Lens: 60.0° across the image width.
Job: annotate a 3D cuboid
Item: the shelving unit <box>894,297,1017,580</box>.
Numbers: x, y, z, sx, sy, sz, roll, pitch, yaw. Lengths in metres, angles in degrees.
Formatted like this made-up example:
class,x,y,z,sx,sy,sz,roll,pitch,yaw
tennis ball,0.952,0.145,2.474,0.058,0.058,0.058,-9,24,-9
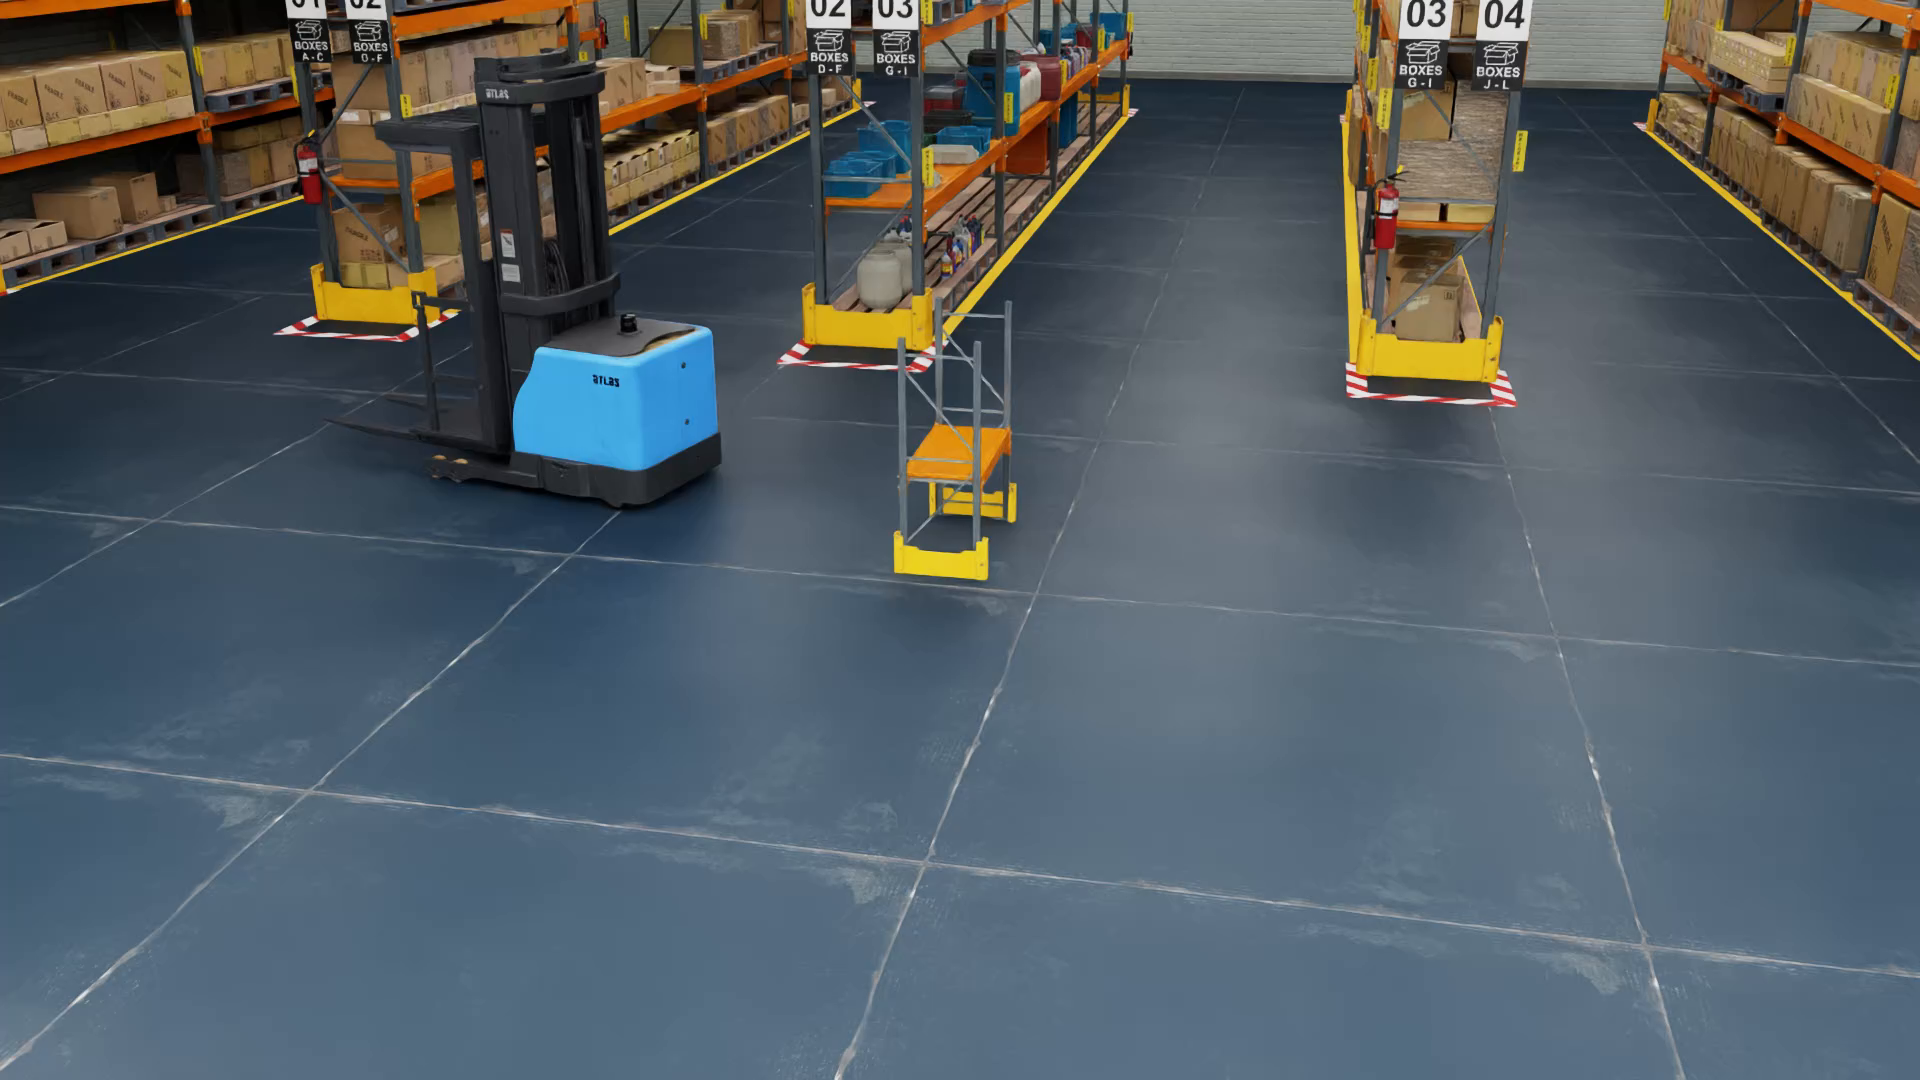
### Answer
class,x,y,z,sx,sy,sz,roll,pitch,yaw
shelving unit,-0.016,-0.668,10.504,0.587,1.500,1.083,4,22,11

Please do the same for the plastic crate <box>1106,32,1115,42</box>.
class,x,y,z,sx,sy,sz,roll,pitch,yaw
plastic crate,2.455,-8.636,28.554,0.396,0.136,0.243,4,22,11

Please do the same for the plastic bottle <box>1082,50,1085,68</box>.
class,x,y,z,sx,sy,sz,roll,pitch,yaw
plastic bottle,1.790,-7.220,24.931,0.152,0.276,0.135,4,22,11

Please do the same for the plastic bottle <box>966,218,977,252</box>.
class,x,y,z,sx,sy,sz,roll,pitch,yaw
plastic bottle,0.108,-3.301,17.993,0.144,0.351,0.185,3,22,8

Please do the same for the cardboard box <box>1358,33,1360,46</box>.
class,x,y,z,sx,sy,sz,roll,pitch,yaw
cardboard box,6.624,-8.013,26.537,0.500,0.250,0.500,4,22,10

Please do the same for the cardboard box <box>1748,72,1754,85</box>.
class,x,y,z,sx,sy,sz,roll,pitch,yaw
cardboard box,10.306,-5.893,21.246,0.380,0.149,0.250,4,22,10

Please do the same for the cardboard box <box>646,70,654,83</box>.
class,x,y,z,sx,sy,sz,roll,pitch,yaw
cardboard box,-4.408,-6.142,22.208,0.500,0.311,0.500,4,22,10

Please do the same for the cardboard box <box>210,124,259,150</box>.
class,x,y,z,sx,sy,sz,roll,pitch,yaw
cardboard box,-9.482,-5.233,21.586,0.500,0.250,0.500,4,22,10

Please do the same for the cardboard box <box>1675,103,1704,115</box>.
class,x,y,z,sx,sy,sz,roll,pitch,yaw
cardboard box,11.440,-6.750,26.055,0.380,0.149,0.250,5,22,12

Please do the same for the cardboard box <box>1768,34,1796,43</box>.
class,x,y,z,sx,sy,sz,roll,pitch,yaw
cardboard box,11.367,-6.881,22.902,0.380,0.149,0.250,4,22,9

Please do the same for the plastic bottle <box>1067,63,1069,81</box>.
class,x,y,z,sx,sy,sz,roll,pitch,yaw
plastic bottle,1.497,-6.615,23.420,0.061,0.283,0.133,4,22,11

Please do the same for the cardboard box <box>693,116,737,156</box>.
class,x,y,z,sx,sy,sz,roll,pitch,yaw
cardboard box,-3.562,-5.877,24.187,0.500,0.500,0.500,4,22,9

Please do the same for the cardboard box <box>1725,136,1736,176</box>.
class,x,y,z,sx,sy,sz,roll,pitch,yaw
cardboard box,10.702,-5.186,22.499,0.500,0.500,0.500,5,22,12

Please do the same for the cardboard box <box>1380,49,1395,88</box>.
class,x,y,z,sx,sy,sz,roll,pitch,yaw
cardboard box,4.301,-4.413,15.926,0.500,0.500,0.500,4,22,11

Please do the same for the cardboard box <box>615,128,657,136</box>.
class,x,y,z,sx,sy,sz,roll,pitch,yaw
cardboard box,-4.431,-5.506,22.877,0.500,0.311,0.500,5,23,13

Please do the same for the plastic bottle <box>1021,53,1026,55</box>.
class,x,y,z,sx,sy,sz,roll,pitch,yaw
plastic bottle,0.925,-6.958,24.282,0.152,0.276,0.135,4,22,11

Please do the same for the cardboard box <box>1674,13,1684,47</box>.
class,x,y,z,sx,sy,sz,roll,pitch,yaw
cardboard box,11.682,-8.093,26.402,0.500,0.500,0.500,5,22,11

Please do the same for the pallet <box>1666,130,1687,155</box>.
class,x,y,z,sx,sy,sz,roll,pitch,yaw
pallet,11.661,-6.189,25.939,1.003,0.211,1.213,4,22,11

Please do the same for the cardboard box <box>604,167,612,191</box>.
class,x,y,z,sx,sy,sz,roll,pitch,yaw
cardboard box,-4.524,-4.344,19.993,0.500,0.311,0.500,5,22,11

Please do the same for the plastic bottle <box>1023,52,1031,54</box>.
class,x,y,z,sx,sy,sz,roll,pitch,yaw
plastic bottle,0.972,-7.043,24.492,0.152,0.276,0.135,4,22,11

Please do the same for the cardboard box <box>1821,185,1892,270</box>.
class,x,y,z,sx,sy,sz,roll,pitch,yaw
cardboard box,9.718,-3.246,17.348,1.050,0.750,0.750,4,22,11

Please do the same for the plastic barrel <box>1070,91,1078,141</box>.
class,x,y,z,sx,sy,sz,roll,pitch,yaw
plastic barrel,1.501,-6.603,25.481,0.600,0.901,0.708,4,22,11

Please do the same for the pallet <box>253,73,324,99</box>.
class,x,y,z,sx,sy,sz,roll,pitch,yaw
pallet,-9.250,-6.056,22.132,1.003,0.211,1.213,4,22,11

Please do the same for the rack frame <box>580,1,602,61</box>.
class,x,y,z,sx,sy,sz,roll,pitch,yaw
rack frame,-7.254,-9.798,31.166,1.000,3.000,0.127,4,22,11

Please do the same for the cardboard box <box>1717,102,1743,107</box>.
class,x,y,z,sx,sy,sz,roll,pitch,yaw
cardboard box,12.117,-6.801,26.183,0.380,0.149,0.250,5,23,13

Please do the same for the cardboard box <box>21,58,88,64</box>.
class,x,y,z,sx,sy,sz,roll,pitch,yaw
cardboard box,-10.219,-5.170,18.845,0.500,0.500,0.500,5,22,12

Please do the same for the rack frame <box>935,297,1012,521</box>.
class,x,y,z,sx,sy,sz,roll,pitch,yaw
rack frame,0.086,-0.850,10.958,0.500,1.500,0.032,4,22,11

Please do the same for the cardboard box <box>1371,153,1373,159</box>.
class,x,y,z,sx,sy,sz,roll,pitch,yaw
cardboard box,4.443,-4.014,17.140,0.380,0.149,0.250,4,22,11

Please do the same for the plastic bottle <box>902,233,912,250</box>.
class,x,y,z,sx,sy,sz,roll,pitch,yaw
plastic bottle,-0.550,-3.104,17.603,0.152,0.276,0.135,4,22,11

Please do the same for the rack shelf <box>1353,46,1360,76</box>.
class,x,y,z,sx,sy,sz,roll,pitch,yaw
rack shelf,6.885,-7.600,26.671,1.077,0.370,4.000,4,22,11

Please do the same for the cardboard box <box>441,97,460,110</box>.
class,x,y,z,sx,sy,sz,roll,pitch,yaw
cardboard box,-5.221,-4.324,16.573,0.380,0.149,0.250,4,22,10

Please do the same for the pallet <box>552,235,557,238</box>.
class,x,y,z,sx,sy,sz,roll,pitch,yaw
pallet,-5.056,-3.452,19.141,1.003,0.211,1.213,4,22,11

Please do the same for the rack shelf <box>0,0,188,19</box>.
class,x,y,z,sx,sy,sz,roll,pitch,yaw
rack shelf,-10.111,-5.735,18.027,1.077,0.370,4.000,4,22,11

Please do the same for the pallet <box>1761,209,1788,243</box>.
class,x,y,z,sx,sy,sz,roll,pitch,yaw
pallet,10.261,-3.748,19.877,1.003,0.211,1.213,4,22,11

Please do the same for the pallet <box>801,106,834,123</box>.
class,x,y,z,sx,sy,sz,roll,pitch,yaw
pallet,-2.832,-7.363,28.855,1.003,0.211,1.213,4,22,11

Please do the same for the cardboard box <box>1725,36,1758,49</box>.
class,x,y,z,sx,sy,sz,roll,pitch,yaw
cardboard box,10.622,-6.745,22.564,0.380,0.149,0.250,4,22,10

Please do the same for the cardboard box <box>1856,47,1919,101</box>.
class,x,y,z,sx,sy,sz,roll,pitch,yaw
cardboard box,9.982,-4.926,17.598,0.700,0.500,0.500,5,22,11

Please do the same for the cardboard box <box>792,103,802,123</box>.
class,x,y,z,sx,sy,sz,roll,pitch,yaw
cardboard box,-2.923,-7.052,27.359,0.500,0.311,0.500,4,22,11

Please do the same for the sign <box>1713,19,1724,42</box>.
class,x,y,z,sx,sy,sz,roll,pitch,yaw
sign,10.779,-7.227,23.624,0.100,0.325,0.005,4,22,11

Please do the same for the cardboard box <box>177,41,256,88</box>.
class,x,y,z,sx,sy,sz,roll,pitch,yaw
cardboard box,-9.444,-6.047,21.130,0.700,0.500,0.500,7,23,16

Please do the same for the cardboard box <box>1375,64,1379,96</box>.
class,x,y,z,sx,sy,sz,roll,pitch,yaw
cardboard box,5.108,-5.160,18.950,0.797,0.503,0.637,7,23,16

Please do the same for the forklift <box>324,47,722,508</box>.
class,x,y,z,sx,sy,sz,roll,pitch,yaw
forklift,-3.284,-1.938,11.741,3.031,2.935,1.130,10,24,23

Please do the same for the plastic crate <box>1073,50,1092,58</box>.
class,x,y,z,sx,sy,sz,roll,pitch,yaw
plastic crate,1.863,-7.644,26.092,0.396,0.136,0.243,4,22,11

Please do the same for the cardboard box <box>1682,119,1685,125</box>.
class,x,y,z,sx,sy,sz,roll,pitch,yaw
cardboard box,11.561,-6.604,26.091,0.380,0.149,0.250,6,23,14

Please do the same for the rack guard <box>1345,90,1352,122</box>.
class,x,y,z,sx,sy,sz,roll,pitch,yaw
rack guard,7.298,-7.514,28.842,1.175,0.500,0.348,4,22,11

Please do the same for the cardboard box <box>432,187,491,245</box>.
class,x,y,z,sx,sy,sz,roll,pitch,yaw
cardboard box,-5.152,-3.383,17.353,0.500,0.500,0.500,4,22,11

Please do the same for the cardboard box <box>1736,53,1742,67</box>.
class,x,y,z,sx,sy,sz,roll,pitch,yaw
cardboard box,10.464,-6.322,21.912,0.380,0.149,0.250,4,22,10

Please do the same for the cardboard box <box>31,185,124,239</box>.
class,x,y,z,sx,sy,sz,roll,pitch,yaw
cardboard box,-9.975,-3.710,18.807,0.700,0.500,0.500,3,22,8

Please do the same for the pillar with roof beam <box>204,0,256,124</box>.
class,x,y,z,sx,sy,sz,roll,pitch,yaw
pillar with roof beam,-5.784,-8.917,20.949,9.100,9.000,0.400,4,22,11

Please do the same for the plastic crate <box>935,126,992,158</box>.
class,x,y,z,sx,sy,sz,roll,pitch,yaw
plastic crate,0.036,-4.159,17.365,0.499,0.251,0.616,4,22,11

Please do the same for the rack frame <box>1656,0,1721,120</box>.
class,x,y,z,sx,sy,sz,roll,pitch,yaw
rack frame,12.128,-8.250,27.322,1.000,3.000,0.127,4,22,11

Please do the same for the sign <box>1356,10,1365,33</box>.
class,x,y,z,sx,sy,sz,roll,pitch,yaw
sign,5.934,-7.682,24.648,0.100,0.325,0.005,4,22,11

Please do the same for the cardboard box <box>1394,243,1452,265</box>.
class,x,y,z,sx,sy,sz,roll,pitch,yaw
cardboard box,4.407,-2.524,15.890,0.500,0.500,0.500,7,23,16

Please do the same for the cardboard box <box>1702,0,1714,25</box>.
class,x,y,z,sx,sy,sz,roll,pitch,yaw
cardboard box,11.244,-7.817,24.378,0.500,0.500,0.500,4,22,9

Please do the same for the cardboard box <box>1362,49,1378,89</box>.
class,x,y,z,sx,sy,sz,roll,pitch,yaw
cardboard box,5.729,-6.357,22.489,0.500,0.500,0.500,4,22,9
